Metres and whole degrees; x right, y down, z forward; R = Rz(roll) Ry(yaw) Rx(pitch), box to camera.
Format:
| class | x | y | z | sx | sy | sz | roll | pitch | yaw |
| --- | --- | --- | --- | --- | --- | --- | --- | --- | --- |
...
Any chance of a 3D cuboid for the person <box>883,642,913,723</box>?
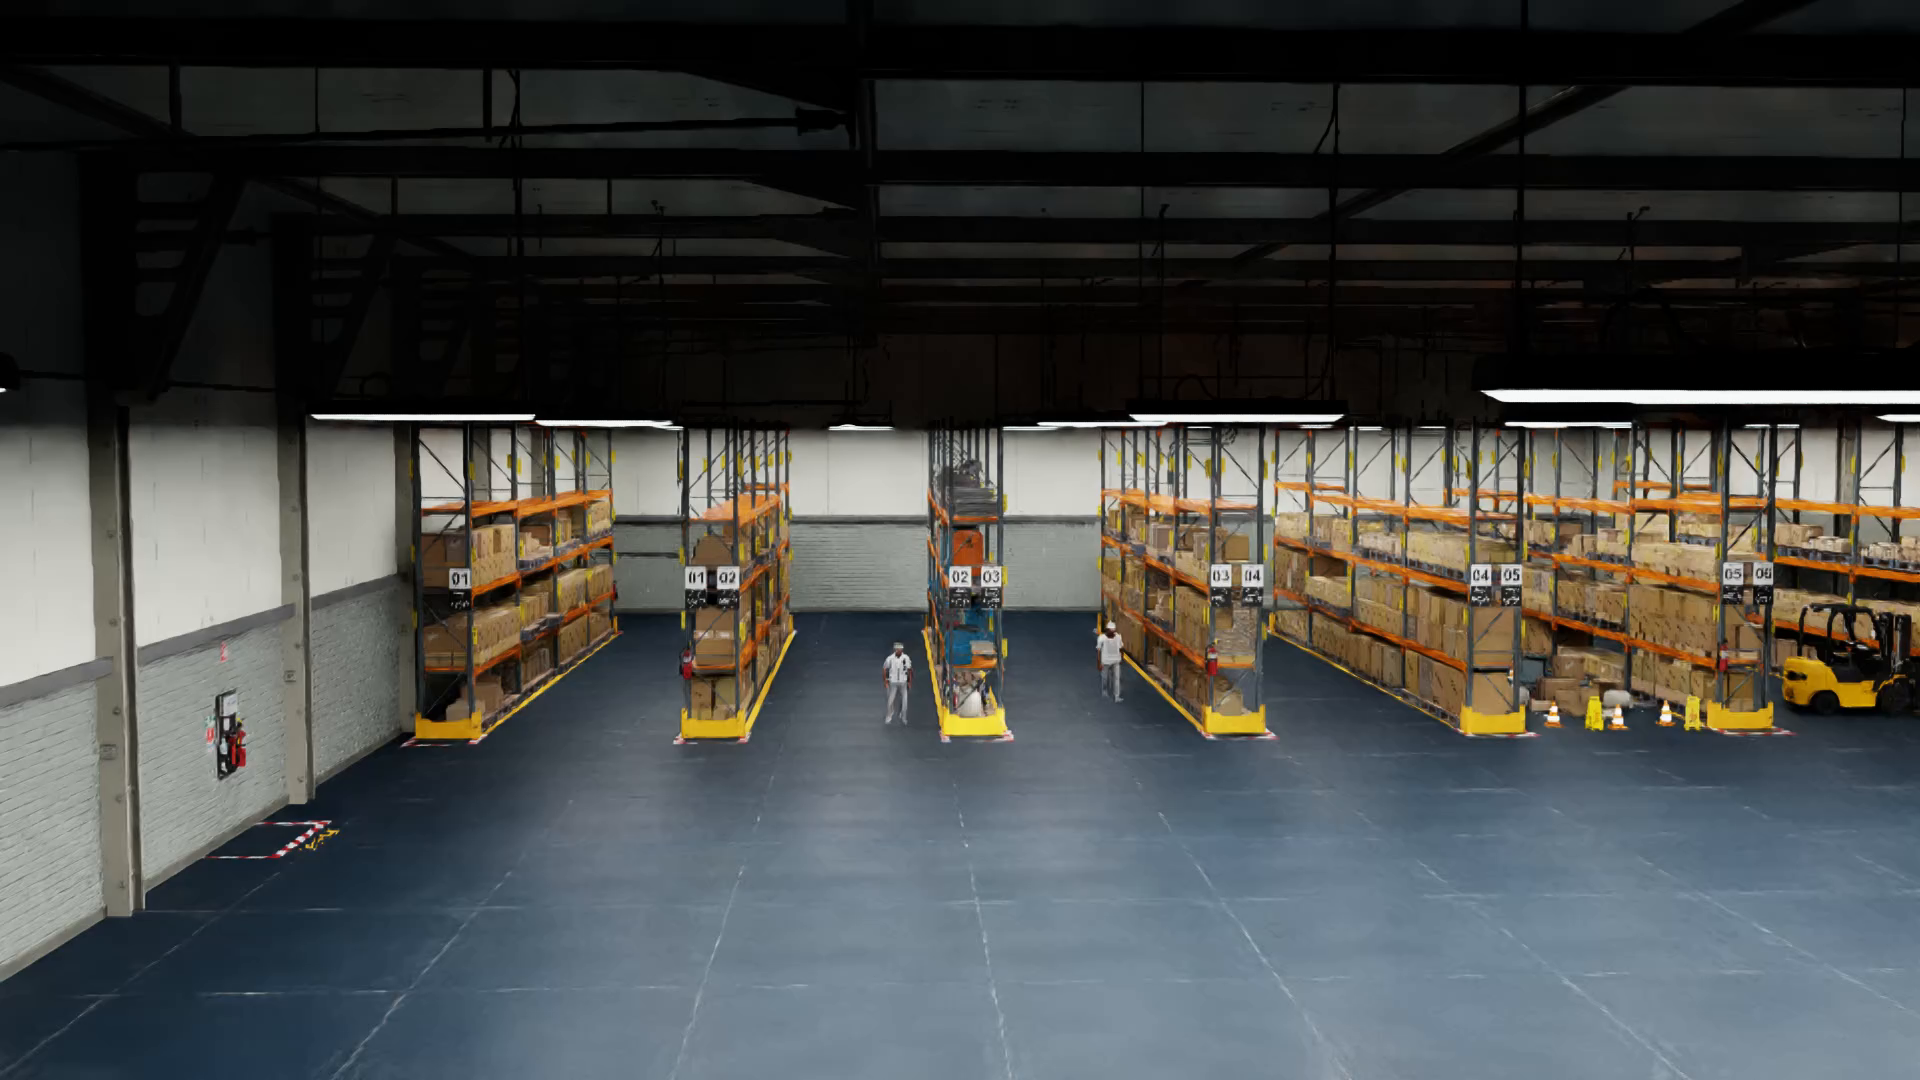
| class | x | y | z | sx | sy | sz | roll | pitch | yaw |
| --- | --- | --- | --- | --- | --- | --- | --- | --- | --- |
| person | -1.221 | 2.788 | 32.615 | 0.592 | 1.629 | 0.531 | 0 | 4 | -4 |

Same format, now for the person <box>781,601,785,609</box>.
| class | x | y | z | sx | sy | sz | roll | pitch | yaw |
| --- | --- | --- | --- | --- | --- | --- | --- | --- | --- |
| person | -5.704 | 1.532 | 51.287 | 0.561 | 1.535 | 0.797 | -1 | 4 | -21 |

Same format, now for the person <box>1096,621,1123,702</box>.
| class | x | y | z | sx | sy | sz | roll | pitch | yaw |
| --- | --- | --- | --- | --- | --- | --- | --- | --- | --- |
| person | 3.190 | 2.557 | 35.336 | 0.579 | 1.688 | 1.105 | 0 | 4 | -1 |

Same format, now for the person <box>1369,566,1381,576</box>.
| class | x | y | z | sx | sy | sz | roll | pitch | yaw |
| --- | --- | --- | --- | --- | --- | --- | --- | --- | --- |
| person | 12.462 | 1.627 | 49.794 | 0.699 | 1.718 | 0.554 | -2 | 4 | -30 |
